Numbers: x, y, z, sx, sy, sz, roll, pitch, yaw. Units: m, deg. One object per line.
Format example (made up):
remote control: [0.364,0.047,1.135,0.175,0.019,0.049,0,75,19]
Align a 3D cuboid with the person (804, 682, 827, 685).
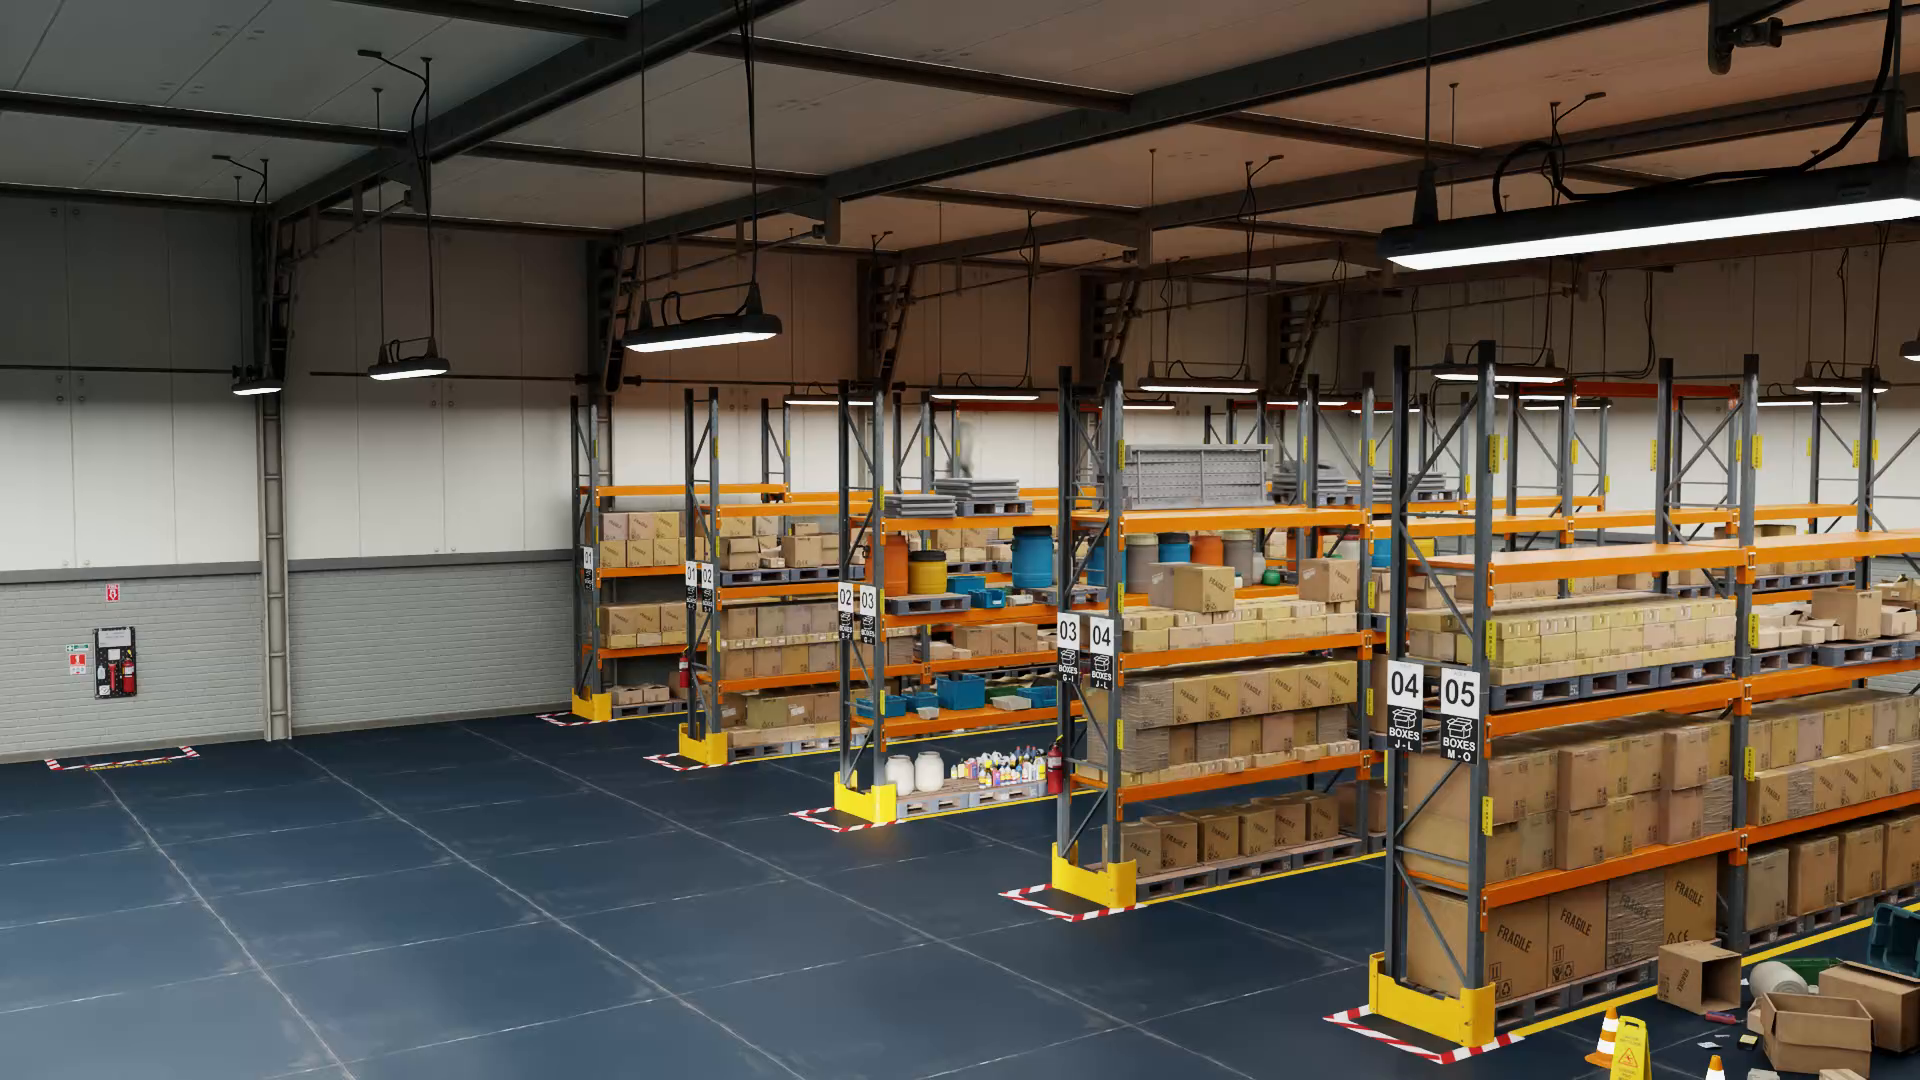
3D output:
person: [-2.559,2.528,30.184,0.891,1.679,0.605,-3,4,-37]
